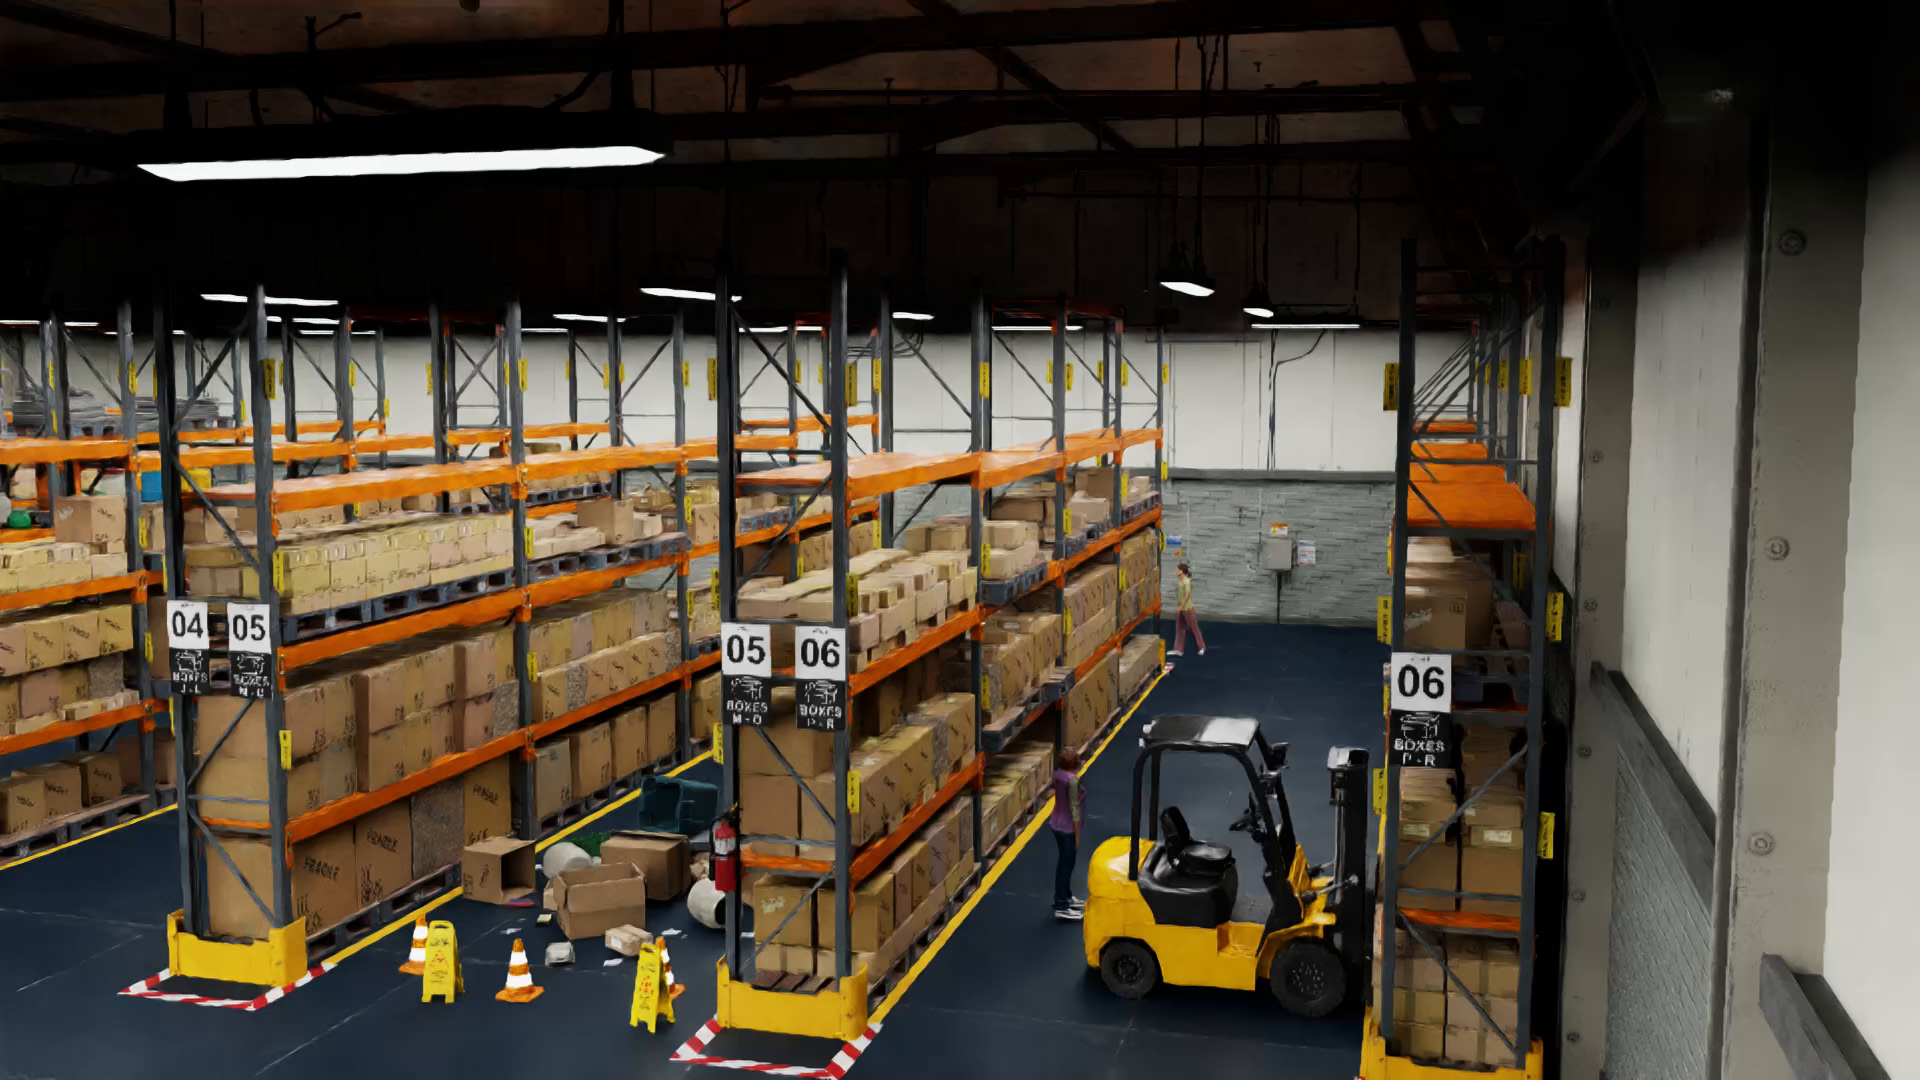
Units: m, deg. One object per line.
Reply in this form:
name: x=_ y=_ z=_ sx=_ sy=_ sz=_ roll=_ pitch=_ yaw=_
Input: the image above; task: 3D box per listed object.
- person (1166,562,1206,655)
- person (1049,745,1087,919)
person: x=4.027 y=1.226 z=29.490 sx=0.695 sy=1.664 sz=0.484 roll=-1 pitch=6 yaw=-12
person: x=1.030 y=2.714 z=15.584 sx=0.401 sy=1.598 sz=0.464 roll=-2 pitch=6 yaw=-17
